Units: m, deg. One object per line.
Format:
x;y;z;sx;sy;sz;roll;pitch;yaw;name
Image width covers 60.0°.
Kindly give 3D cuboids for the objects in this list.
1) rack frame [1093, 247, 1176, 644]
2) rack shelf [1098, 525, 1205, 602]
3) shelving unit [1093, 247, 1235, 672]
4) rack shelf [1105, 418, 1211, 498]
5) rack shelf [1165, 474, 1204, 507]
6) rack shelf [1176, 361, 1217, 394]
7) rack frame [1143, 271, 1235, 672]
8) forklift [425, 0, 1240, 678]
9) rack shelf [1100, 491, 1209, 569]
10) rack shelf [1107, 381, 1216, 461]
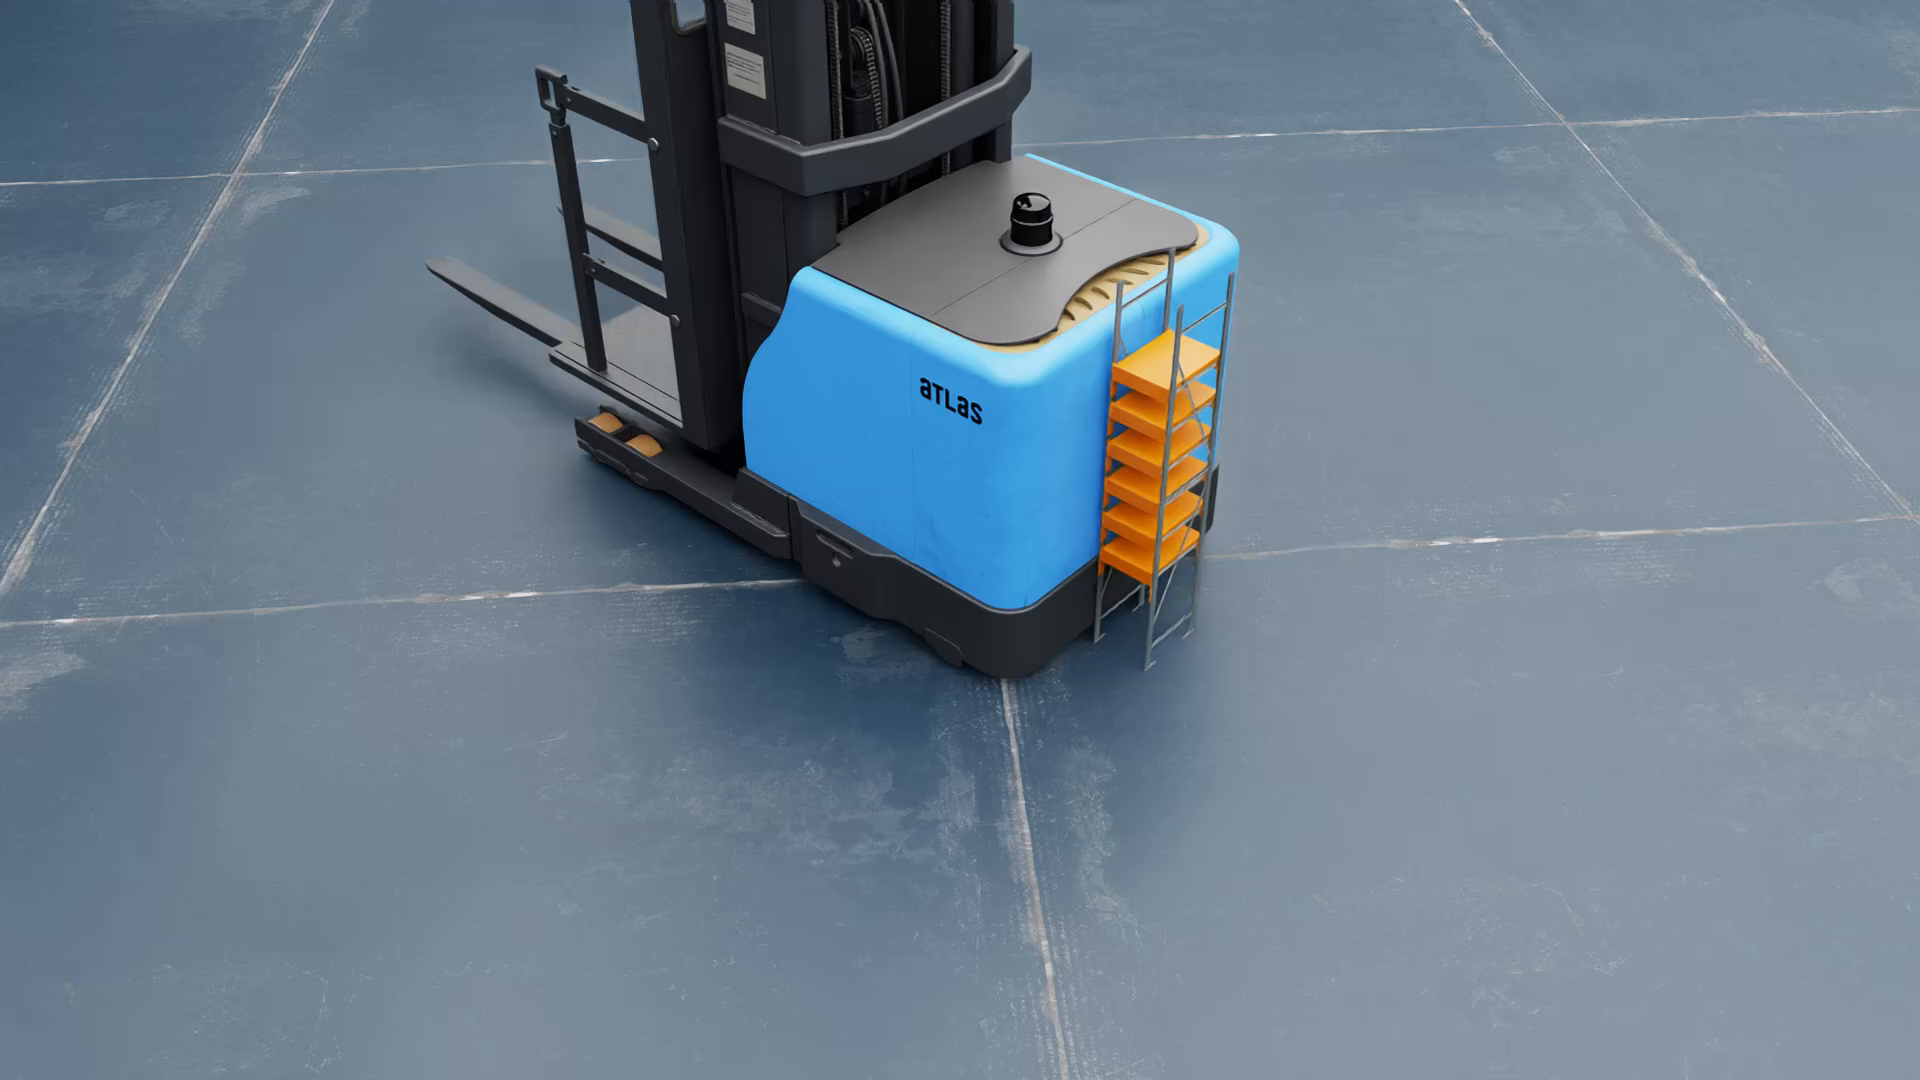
0.471;-0.223;4.564;0.006;1.200;0.240;29;47;31;rack frame
0.540;0.038;4.693;0.180;0.103;0.258;29;47;31;rack shelf
0.540;-0.185;4.516;0.189;1.200;0.258;29;47;31;shelving unit
0.540;-0.245;4.470;0.180;0.103;0.258;29;47;31;rack shelf
0.540;-0.166;4.532;0.166;0.020;0.199;29;47;31;rack shelf
0.540;-0.449;4.309;0.166;0.020;0.199;29;47;31;rack shelf
0.608;-0.148;4.469;0.006;1.200;0.240;29;47;31;rack frame
-0.644;-1.511;4.870;3.031;2.843;1.129;29;47;31;forklift
0.540;-0.056;4.618;0.180;0.103;0.258;29;47;31;rack shelf
0.540;-0.339;4.395;0.180;0.103;0.258;29;47;31;rack shelf
